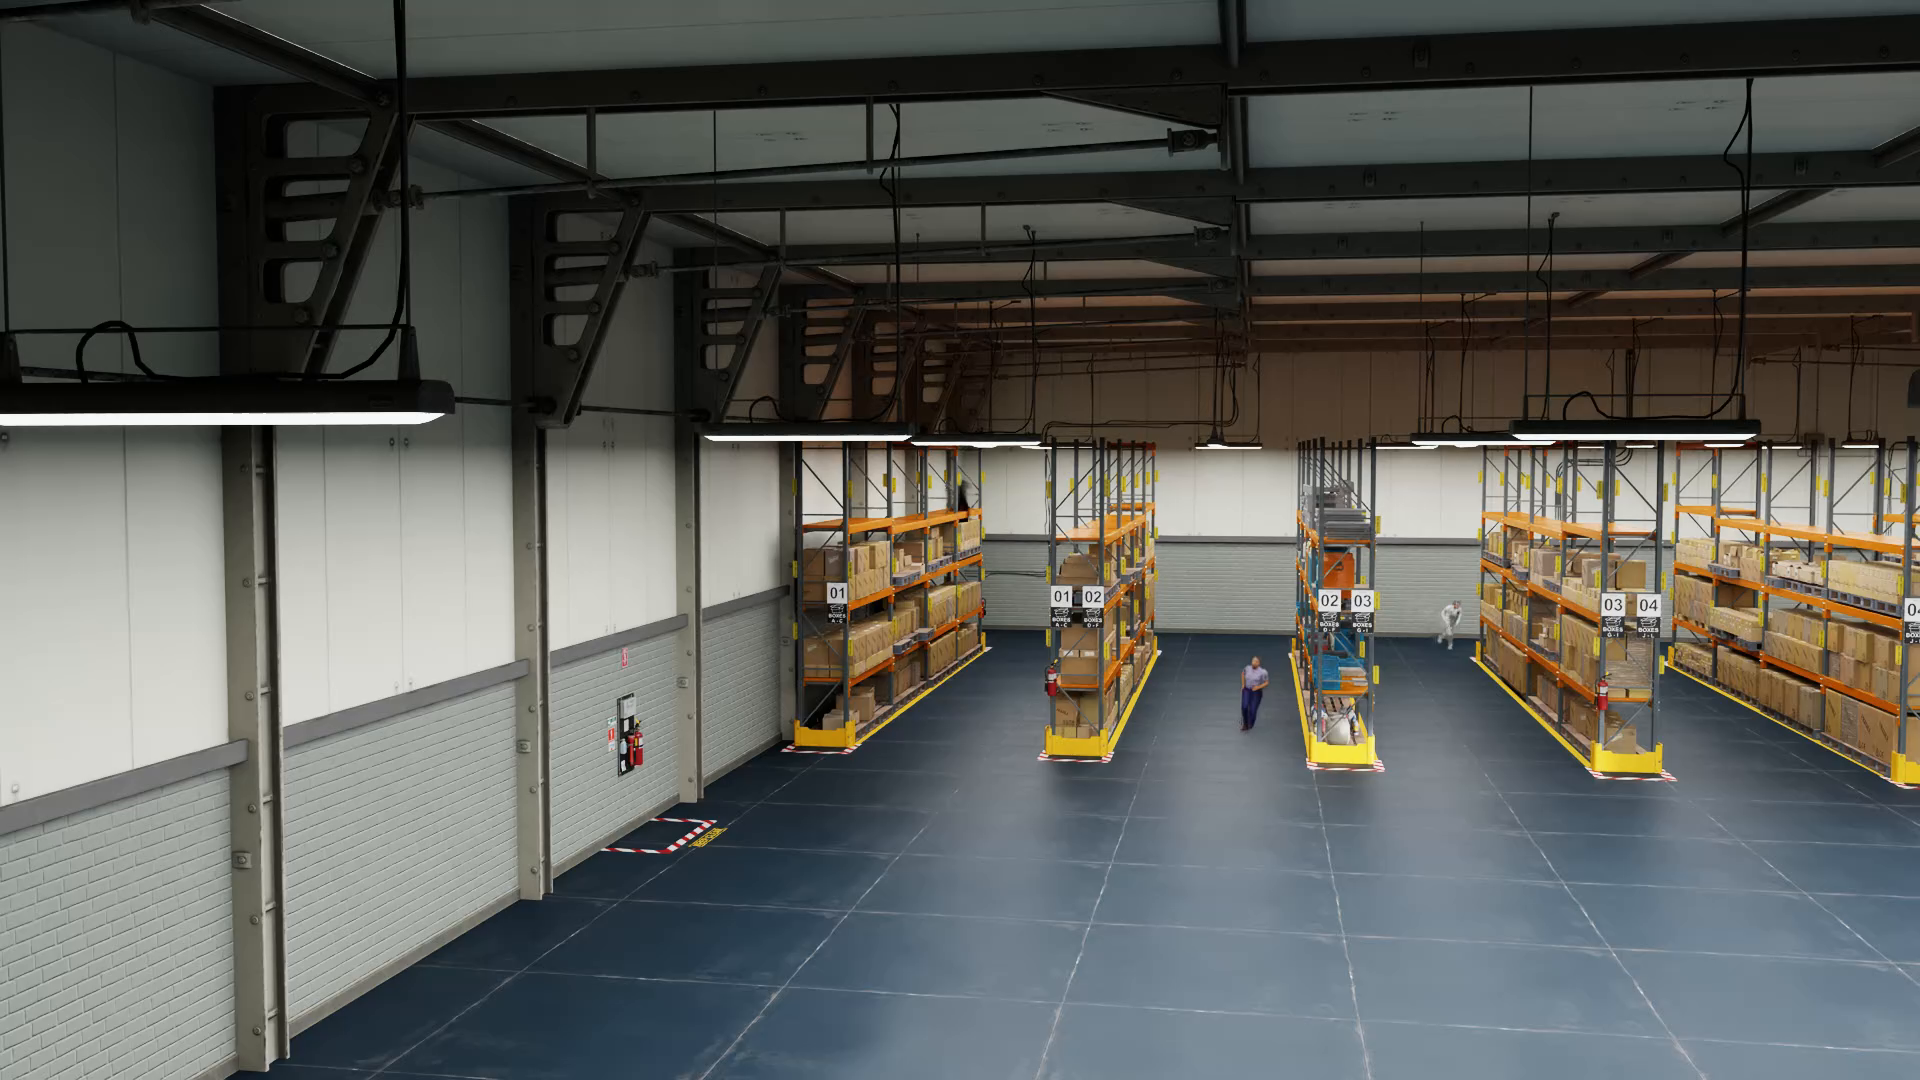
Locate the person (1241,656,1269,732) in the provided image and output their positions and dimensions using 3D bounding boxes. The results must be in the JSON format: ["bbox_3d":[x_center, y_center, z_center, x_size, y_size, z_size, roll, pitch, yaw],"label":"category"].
[{"bbox_3d":[6.040,3.154,34.053,0.583,1.607,0.728,1,3,17],"label":"person"}]

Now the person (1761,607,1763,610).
[{"bbox_3d":[21.067,2.567,43.632,0.741,1.711,0.859,-1,3,-13],"label":"person"}]

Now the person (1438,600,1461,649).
[{"bbox_3d":[14.283,2.447,48.503,0.622,1.461,0.978,-1,3,-14],"label":"person"}]
